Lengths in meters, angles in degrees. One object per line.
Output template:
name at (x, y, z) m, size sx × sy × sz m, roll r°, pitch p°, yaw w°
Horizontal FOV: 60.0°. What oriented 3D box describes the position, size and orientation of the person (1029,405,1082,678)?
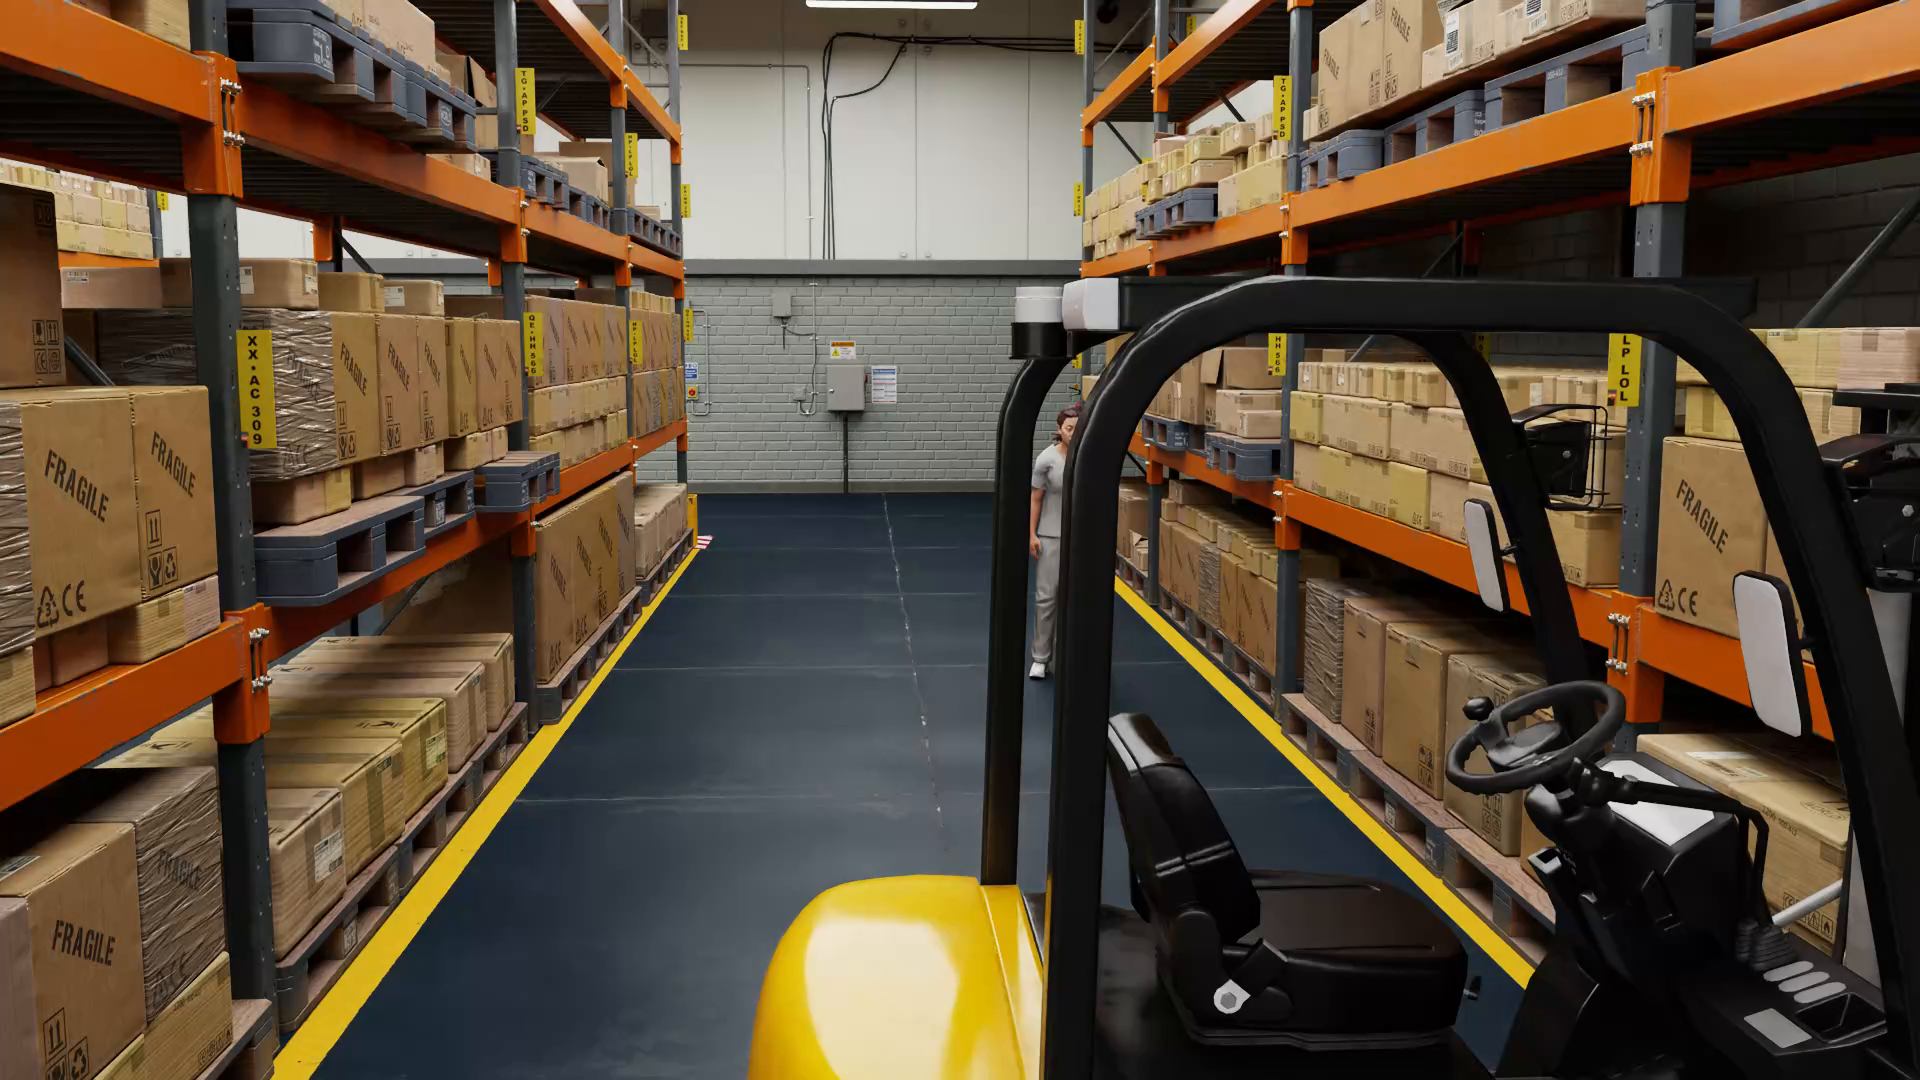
person at (0.660, 0.002, 10.237) m, size 0.486 × 1.672 × 0.363 m, roll -1°, pitch 7°, yaw -5°
